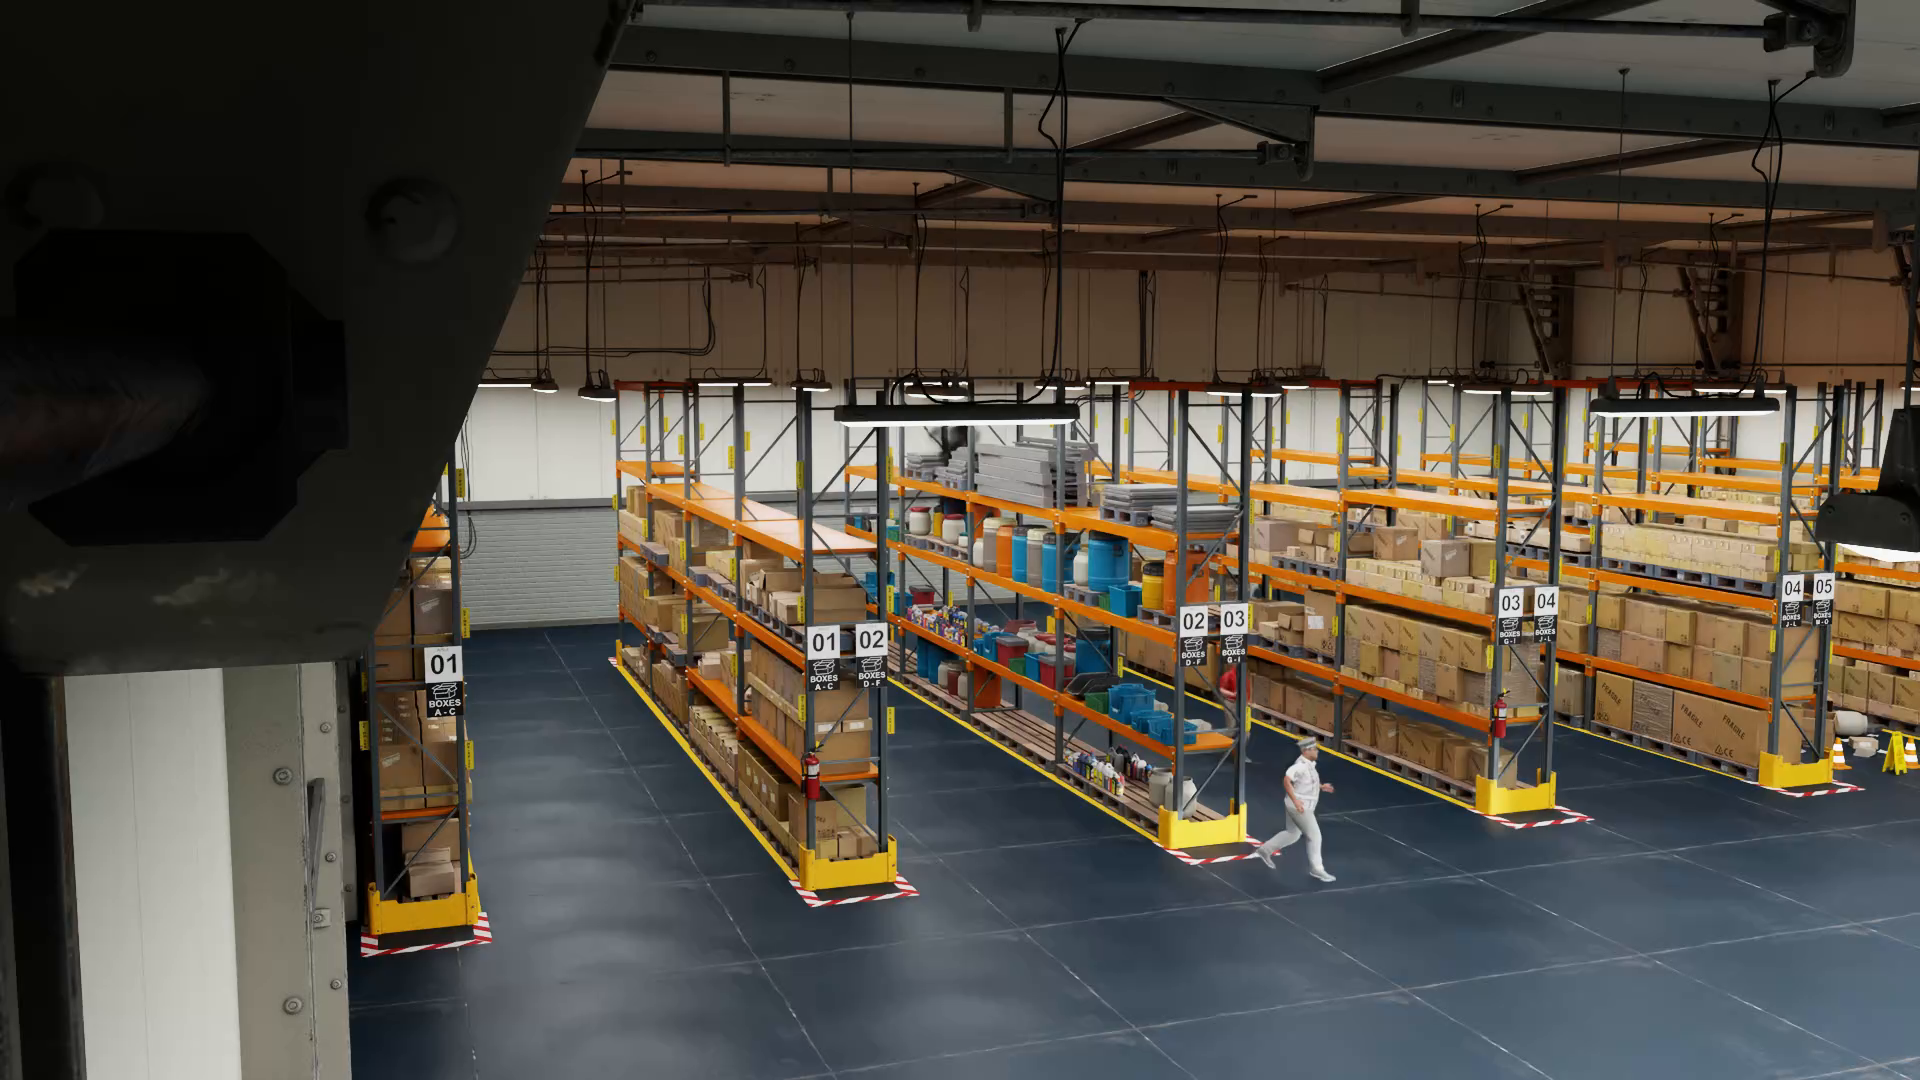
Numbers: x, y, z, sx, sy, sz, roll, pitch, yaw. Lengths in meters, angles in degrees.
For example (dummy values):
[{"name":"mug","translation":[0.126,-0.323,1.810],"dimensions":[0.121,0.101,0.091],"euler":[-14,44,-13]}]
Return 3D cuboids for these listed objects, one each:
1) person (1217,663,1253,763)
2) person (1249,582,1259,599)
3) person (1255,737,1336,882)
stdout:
[{"name":"person","translation":[4.398,2.669,26.629],"dimensions":[0.670,1.698,0.796],"euler":[-4,7,-33]},{"name":"person","translation":[7.335,1.107,41.654],"dimensions":[0.680,1.716,0.629],"euler":[-3,7,-29]},{"name":"person","translation":[4.149,3.297,20.506],"dimensions":[0.983,1.777,0.626],"euler":[1,6,10]}]
